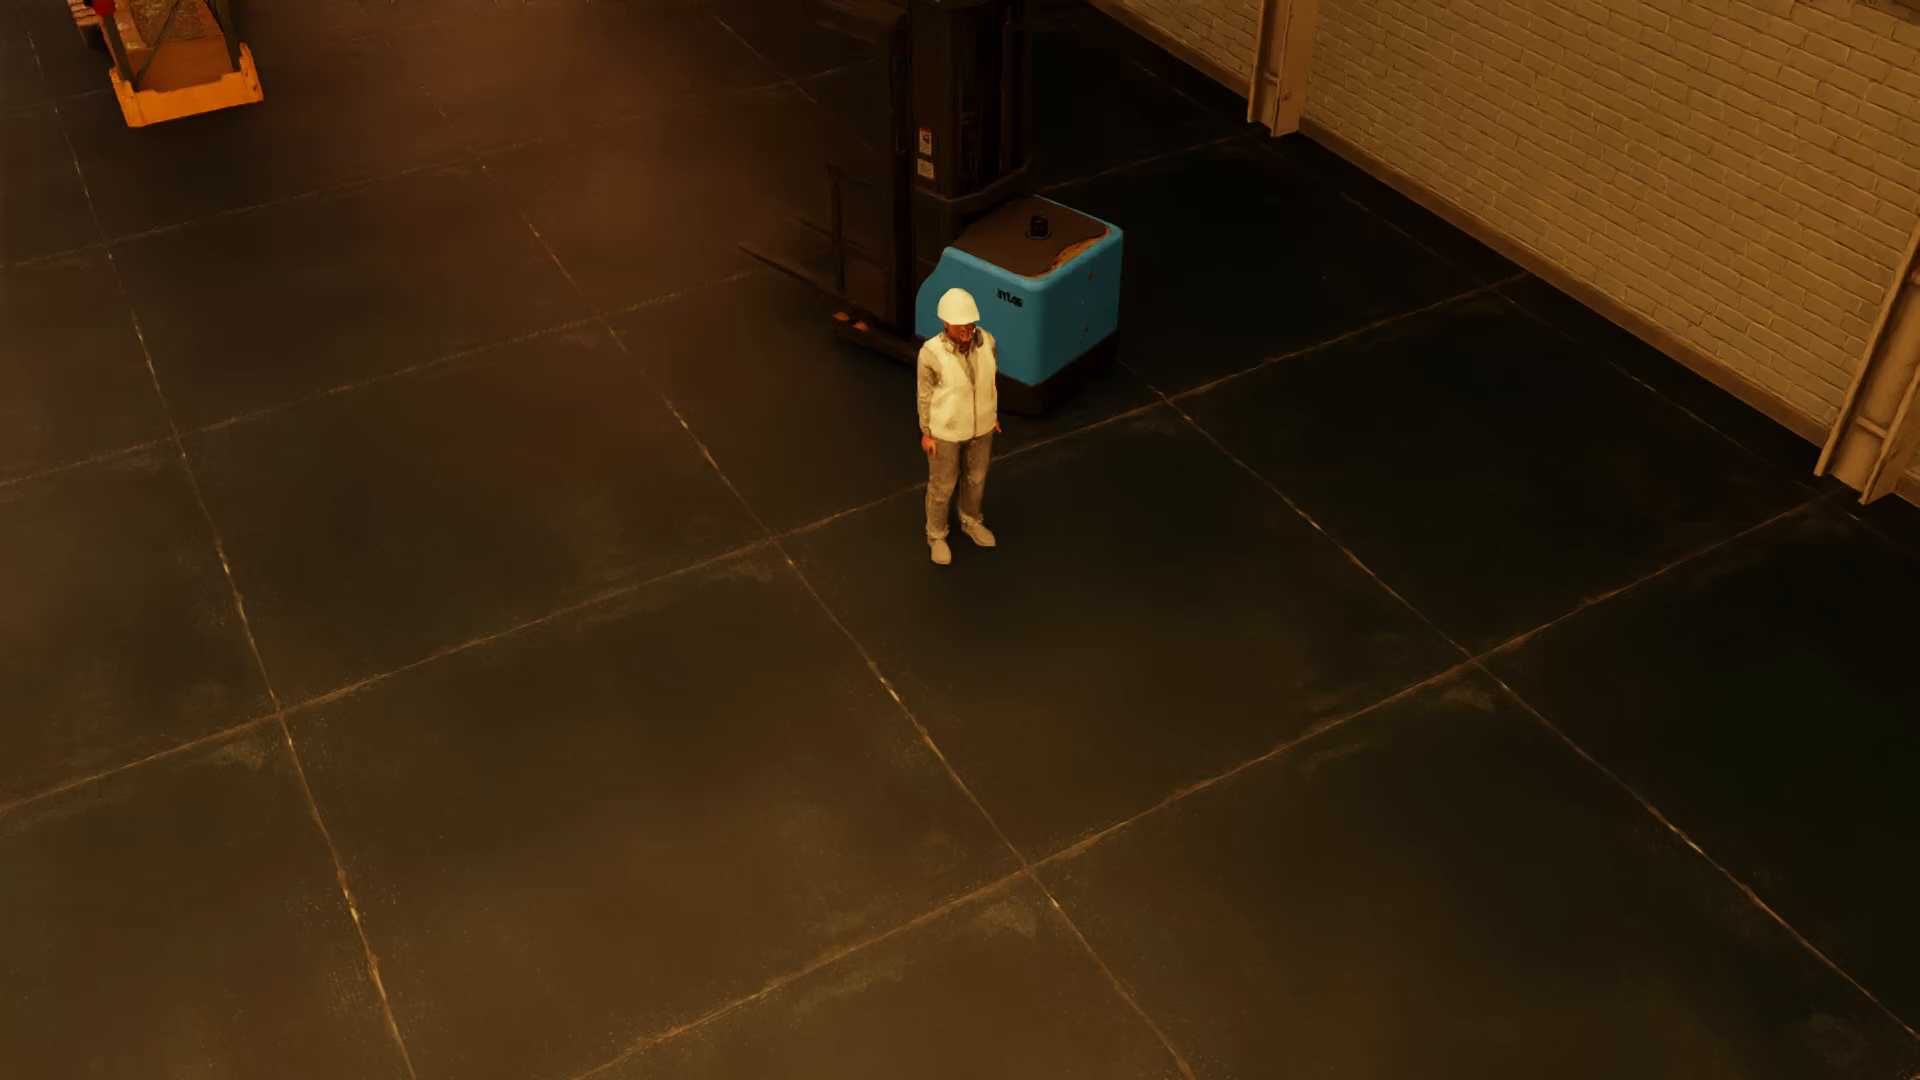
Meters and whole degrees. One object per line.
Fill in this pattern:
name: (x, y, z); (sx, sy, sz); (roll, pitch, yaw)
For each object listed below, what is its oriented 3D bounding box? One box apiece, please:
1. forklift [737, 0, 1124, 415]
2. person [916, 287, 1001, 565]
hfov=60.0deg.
forklift: (-0.335, -2.769, 11.374); (3.031, 2.935, 1.130); (28, 47, 30)
person: (0.006, -0.679, 9.762); (0.529, 1.776, 0.356); (-20, 44, -23)
